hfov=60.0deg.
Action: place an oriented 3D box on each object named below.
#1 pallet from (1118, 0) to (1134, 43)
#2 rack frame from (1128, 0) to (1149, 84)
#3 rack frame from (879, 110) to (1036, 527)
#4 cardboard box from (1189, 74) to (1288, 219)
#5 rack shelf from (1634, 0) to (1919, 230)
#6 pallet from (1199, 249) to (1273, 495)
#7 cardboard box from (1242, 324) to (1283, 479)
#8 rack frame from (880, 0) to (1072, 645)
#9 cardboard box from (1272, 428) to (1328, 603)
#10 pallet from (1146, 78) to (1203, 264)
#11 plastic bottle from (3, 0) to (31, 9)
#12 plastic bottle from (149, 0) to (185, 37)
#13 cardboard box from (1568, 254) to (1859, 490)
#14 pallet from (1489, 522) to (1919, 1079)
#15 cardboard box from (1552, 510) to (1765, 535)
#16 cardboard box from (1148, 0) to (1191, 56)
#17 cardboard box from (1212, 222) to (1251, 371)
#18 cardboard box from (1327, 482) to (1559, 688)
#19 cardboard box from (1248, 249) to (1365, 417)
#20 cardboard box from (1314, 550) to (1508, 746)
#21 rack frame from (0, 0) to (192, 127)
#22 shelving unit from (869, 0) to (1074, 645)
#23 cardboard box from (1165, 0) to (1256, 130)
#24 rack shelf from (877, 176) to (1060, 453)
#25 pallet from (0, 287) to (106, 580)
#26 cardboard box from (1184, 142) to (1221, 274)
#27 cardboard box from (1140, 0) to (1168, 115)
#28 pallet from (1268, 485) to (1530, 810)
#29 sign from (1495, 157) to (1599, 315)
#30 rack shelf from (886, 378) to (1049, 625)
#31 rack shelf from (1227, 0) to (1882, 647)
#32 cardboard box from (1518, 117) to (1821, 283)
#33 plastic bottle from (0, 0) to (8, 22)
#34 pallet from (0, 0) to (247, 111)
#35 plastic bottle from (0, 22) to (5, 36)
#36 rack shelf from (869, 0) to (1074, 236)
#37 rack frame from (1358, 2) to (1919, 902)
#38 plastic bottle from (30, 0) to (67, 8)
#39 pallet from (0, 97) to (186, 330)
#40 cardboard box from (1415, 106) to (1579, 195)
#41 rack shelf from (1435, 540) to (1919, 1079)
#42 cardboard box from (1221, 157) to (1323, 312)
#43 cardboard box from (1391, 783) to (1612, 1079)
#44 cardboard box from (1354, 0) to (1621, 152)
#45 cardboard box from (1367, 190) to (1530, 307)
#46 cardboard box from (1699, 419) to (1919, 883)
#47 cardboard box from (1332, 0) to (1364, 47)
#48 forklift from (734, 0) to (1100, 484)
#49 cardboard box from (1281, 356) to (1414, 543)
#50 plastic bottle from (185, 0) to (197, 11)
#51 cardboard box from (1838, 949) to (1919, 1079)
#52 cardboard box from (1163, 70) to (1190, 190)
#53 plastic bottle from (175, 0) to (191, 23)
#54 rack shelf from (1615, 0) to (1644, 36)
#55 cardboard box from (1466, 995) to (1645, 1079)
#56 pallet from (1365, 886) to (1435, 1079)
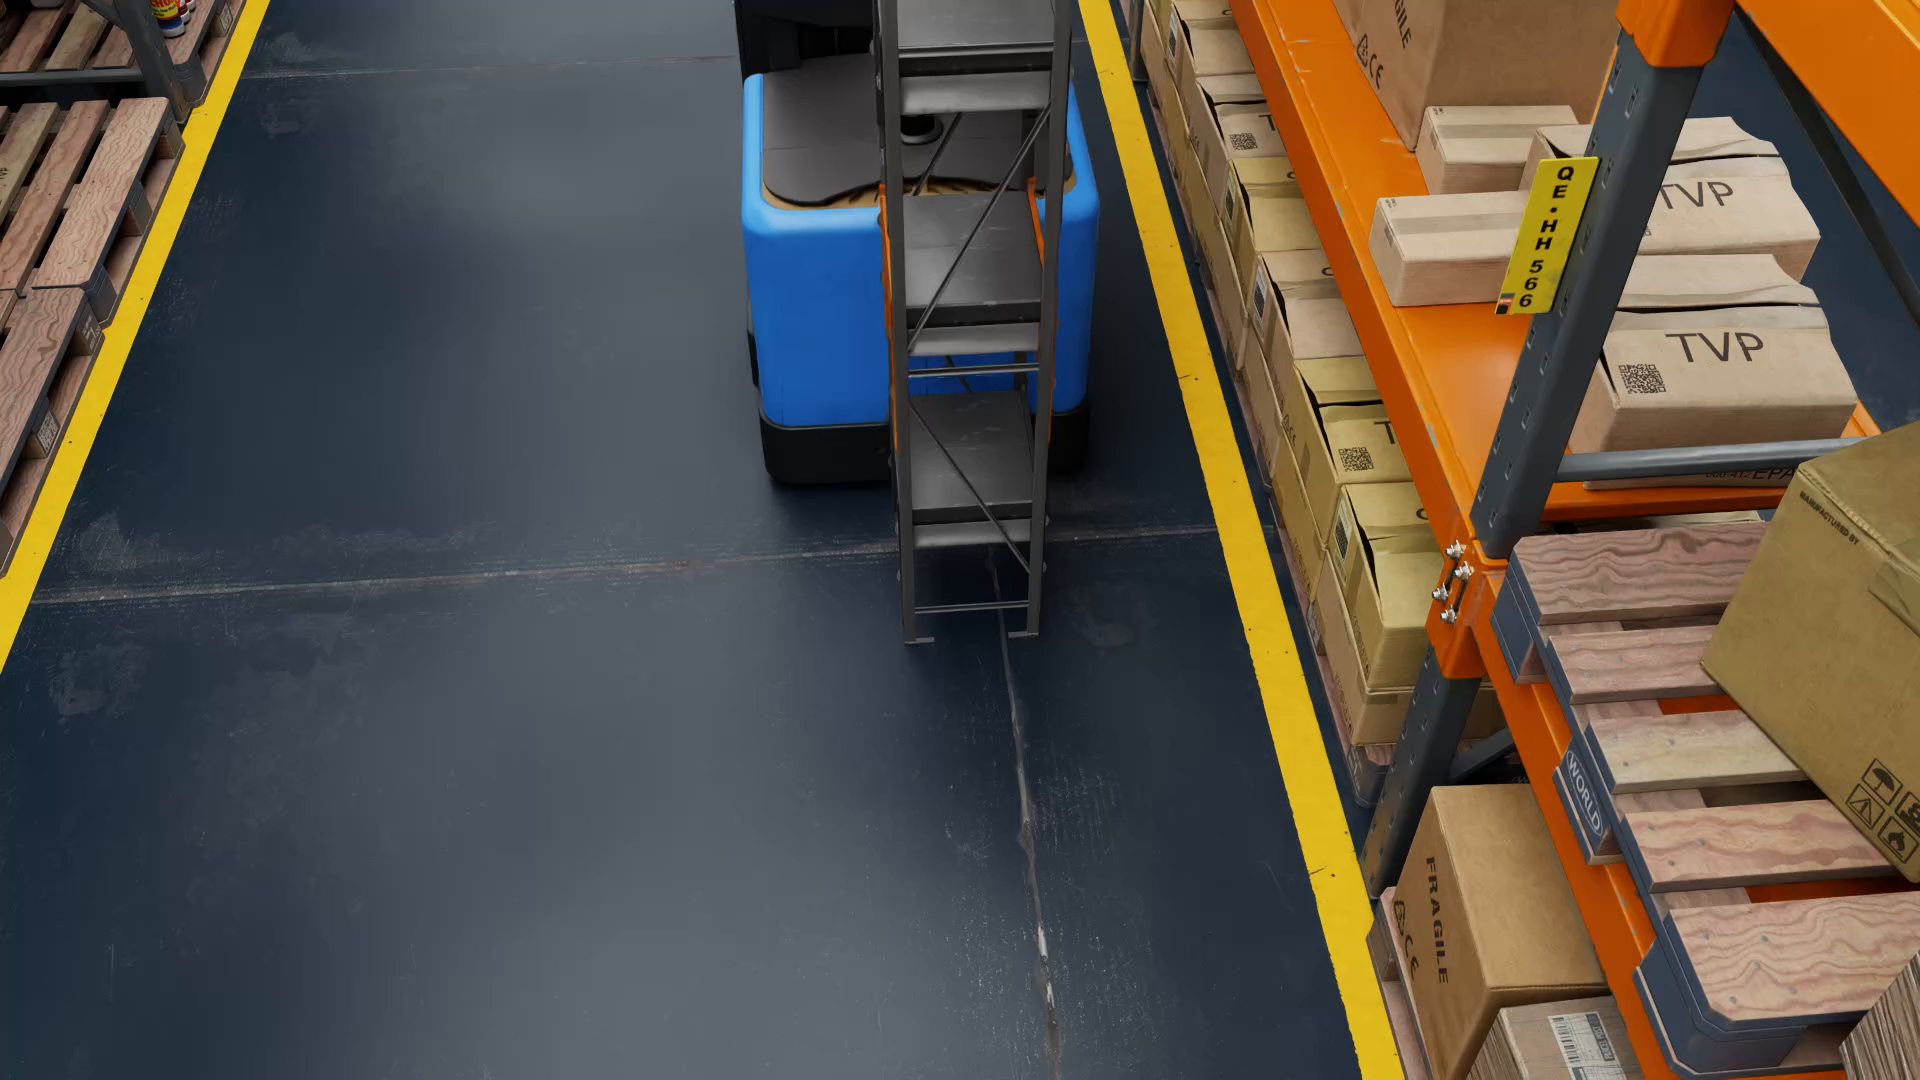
[{"bbox_3d":[1.206,-2.672,7.635,1.003,0.211,1.213,-3,47,-3],"label":"pallet"},{"bbox_3d":[1.231,-3.053,6.076,1.000,3.000,0.127,-3,47,-3],"label":"rack frame"},{"bbox_3d":[-0.007,-0.779,4.541,0.400,2.100,0.015,-3,47,-3],"label":"rack frame"},{"bbox_3d":[1.098,-1.394,5.723,0.500,0.311,0.500,-5,47,-5],"label":"cardboard box"},{"bbox_3d":[1.733,0.504,1.136,1.077,0.370,4.000,-3,47,-3],"label":"rack shelf"},{"bbox_3d":[1.437,-0.679,5.748,1.003,0.211,1.213,-3,47,-3],"label":"pallet"},{"bbox_3d":[1.193,-0.461,5.225,0.500,0.250,0.500,-3,47,-2],"label":"cardboard box"},{"bbox_3d":[0.034,-0.426,4.207,0.400,2.100,0.015,-3,47,-3],"label":"rack frame"},{"bbox_3d":[1.232,-0.097,4.880,0.500,0.250,0.500,-4,47,-4],"label":"cardboard box"},{"bbox_3d":[1.331,-1.564,6.585,1.003,0.211,1.213,-3,47,-3],"label":"pallet"},{"bbox_3d":[-4.047,-2.444,7.020,0.144,0.351,0.185,-5,47,-4],"label":"plastic bottle"},{"bbox_3d":[-3.295,-2.225,6.868,0.097,0.271,0.097,0,47,0],"label":"plastic bottle"},{"bbox_3d":[1.579,-0.394,3.619,0.500,0.311,0.500,-1,47,-1],"label":"cardboard box"},{"bbox_3d":[1.692,0.393,2.944,1.213,0.211,1.003,-3,47,-3],"label":"pallet"},{"bbox_3d":[1.814,0.052,4.353,0.500,0.311,0.500,-2,47,-2],"label":"cardboard box"},{"bbox_3d":[1.017,-2.131,6.420,0.500,0.311,0.500,-3,47,-3],"label":"cardboard box"},{"bbox_3d":[1.147,-0.833,5.577,0.500,0.250,0.500,-3,47,-3],"label":"cardboard box"},{"bbox_3d":[1.276,0.085,4.322,0.500,0.311,0.500,-2,47,-2],"label":"cardboard box"},{"bbox_3d":[1.187,-0.656,5.024,0.500,0.311,0.500,-4,47,-4],"label":"cardboard box"},{"bbox_3d":[1.279,0.276,4.527,0.500,0.250,0.500,-2,47,-2],"label":"cardboard box"},{"bbox_3d":[-3.706,-2.755,5.793,1.000,3.000,0.127,-3,47,-3],"label":"rack frame"},{"bbox_3d":[0.014,-0.602,4.374,0.431,2.100,0.503,-3,47,-3],"label":"shelving unit"},{"bbox_3d":[1.054,-1.768,6.077,0.500,0.311,0.500,-4,47,-4],"label":"cardboard box"},{"bbox_3d":[0.014,-0.593,4.384,0.431,0.518,0.480,-3,47,-3],"label":"rack shelf"},{"bbox_3d":[-3.496,-0.345,5.432,1.003,0.211,1.213,-3,47,-3],"label":"pallet"},{"bbox_3d":[1.105,-1.201,5.926,0.500,0.250,0.500,-5,47,-5],"label":"cardboard box"},{"bbox_3d":[1.018,-1.945,6.631,0.500,0.250,0.500,-5,47,-4],"label":"cardboard box"},{"bbox_3d":[1.536,0.202,4.914,1.003,0.211,1.213,-3,47,-3],"label":"pallet"},{"bbox_3d":[1.013,-0.521,2.880,0.100,0.325,0.005,-3,47,-3],"label":"sign"},{"bbox_3d":[0.014,-0.112,4.892,0.431,0.518,0.480,-3,47,-3],"label":"rack shelf"},{"bbox_3d":[1.398,-1.359,4.966,1.077,0.370,4.000,-3,47,-3],"label":"rack shelf"},{"bbox_3d":[1.684,-0.787,3.991,0.500,0.311,0.500,-4,47,-4],"label":"cardboard box"},{"bbox_3d":[-4.075,-2.300,6.930,0.061,0.283,0.133,-1,47,-1],"label":"plastic bottle"},{"bbox_3d":[-3.720,-2.284,7.268,1.003,0.211,1.213,-3,47,-3],"label":"pallet"},{"bbox_3d":[-4.046,-2.187,6.880,0.097,0.201,0.097,0,47,0],"label":"plastic bottle"},{"bbox_3d":[0.014,-1.074,3.876,0.431,0.518,0.480,-3,47,-3],"label":"rack shelf"},{"bbox_3d":[1.566,-0.159,3.335,1.000,3.000,0.127,-3,47,-3],"label":"rack frame"},{"bbox_3d":[-3.903,-2.452,7.028,0.144,0.351,0.185,-3,47,-3],"label":"plastic bottle"},{"bbox_3d":[-3.601,-1.230,6.270,1.003,0.211,1.213,-3,47,-3],"label":"pallet"},{"bbox_3d":[1.403,-0.992,4.297,0.380,0.149,0.250,0,47,0],"label":"cardboard box"},{"bbox_3d":[1.733,1.535,2.226,1.077,0.370,4.000,-3,47,-3],"label":"rack shelf"},{"bbox_3d":[1.147,-1.019,5.367,0.500,0.311,0.500,-2,47,-2],"label":"cardboard box"},{"bbox_3d":[1.319,0.896,3.754,0.500,0.500,0.500,-2,47,-2],"label":"cardboard box"},{"bbox_3d":[1.409,-1.407,4.447,0.500,0.500,0.500,-6,47,-5],"label":"cardboard box"},{"bbox_3d":[1.215,-0.707,4.026,0.380,0.149,0.250,-3,47,-3],"label":"cardboard box"},{"bbox_3d":[1.731,0.111,2.721,0.700,0.500,0.500,-18,49,-16],"label":"cardboard box"},{"bbox_3d":[1.365,-1.787,4.808,0.500,0.500,0.500,-3,47,-3],"label":"cardboard box"},{"bbox_3d":[-0.220,-2.256,5.368,1.130,2.935,3.031,-3,47,-3],"label":"forklift"},{"bbox_3d":[1.226,-0.291,4.678,0.500,0.311,0.500,-4,47,-4],"label":"cardboard box"},{"bbox_3d":[-3.312,-2.348,7.032,0.097,0.201,0.097,0,47,0],"label":"plastic bottle"},{"bbox_3d":[1.617,0.784,2.083,0.700,0.500,0.500,4,47,4],"label":"cardboard box"},{"bbox_3d":[1.059,-1.575,6.281,0.500,0.250,0.500,-2,47,-2],"label":"cardboard box"},{"bbox_3d":[-3.304,-2.275,6.963,0.097,0.201,0.097,0,47,0],"label":"plastic bottle"},{"bbox_3d":[1.398,-2.390,3.877,1.077,0.370,4.000,-3,47,-3],"label":"rack shelf"},{"bbox_3d":[1.368,1.274,3.396,0.500,0.500,0.500,-5,47,-5],"label":"cardboard box"},{"bbox_3d":[1.590,1.342,3.834,1.003,0.211,1.213,-3,47,-3],"label":"pallet"}]
